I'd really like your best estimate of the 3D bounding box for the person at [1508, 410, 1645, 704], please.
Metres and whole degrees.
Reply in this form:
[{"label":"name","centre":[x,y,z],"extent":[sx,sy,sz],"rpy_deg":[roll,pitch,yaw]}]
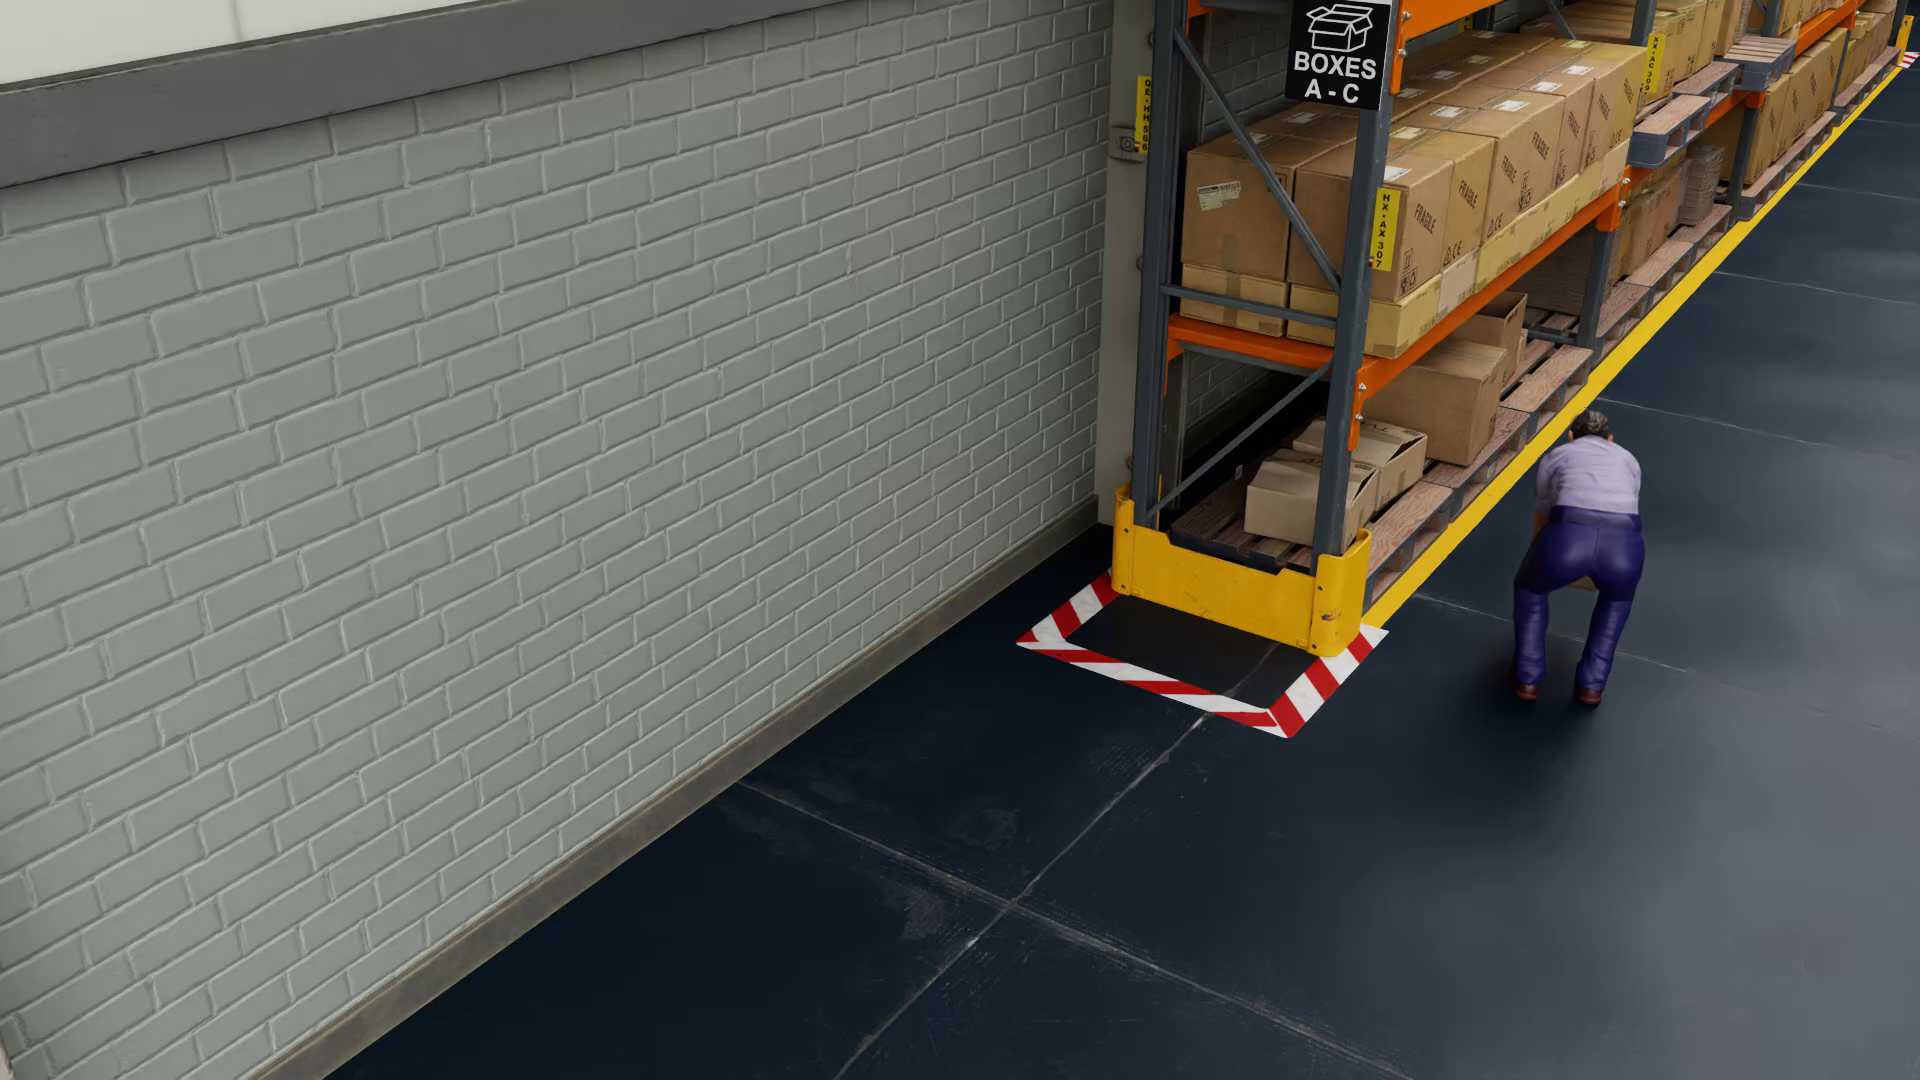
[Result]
[{"label":"person","centre":[2.638,0.079,7.083],"extent":[0.476,1.103,0.824],"rpy_deg":[7,28,14]}]
